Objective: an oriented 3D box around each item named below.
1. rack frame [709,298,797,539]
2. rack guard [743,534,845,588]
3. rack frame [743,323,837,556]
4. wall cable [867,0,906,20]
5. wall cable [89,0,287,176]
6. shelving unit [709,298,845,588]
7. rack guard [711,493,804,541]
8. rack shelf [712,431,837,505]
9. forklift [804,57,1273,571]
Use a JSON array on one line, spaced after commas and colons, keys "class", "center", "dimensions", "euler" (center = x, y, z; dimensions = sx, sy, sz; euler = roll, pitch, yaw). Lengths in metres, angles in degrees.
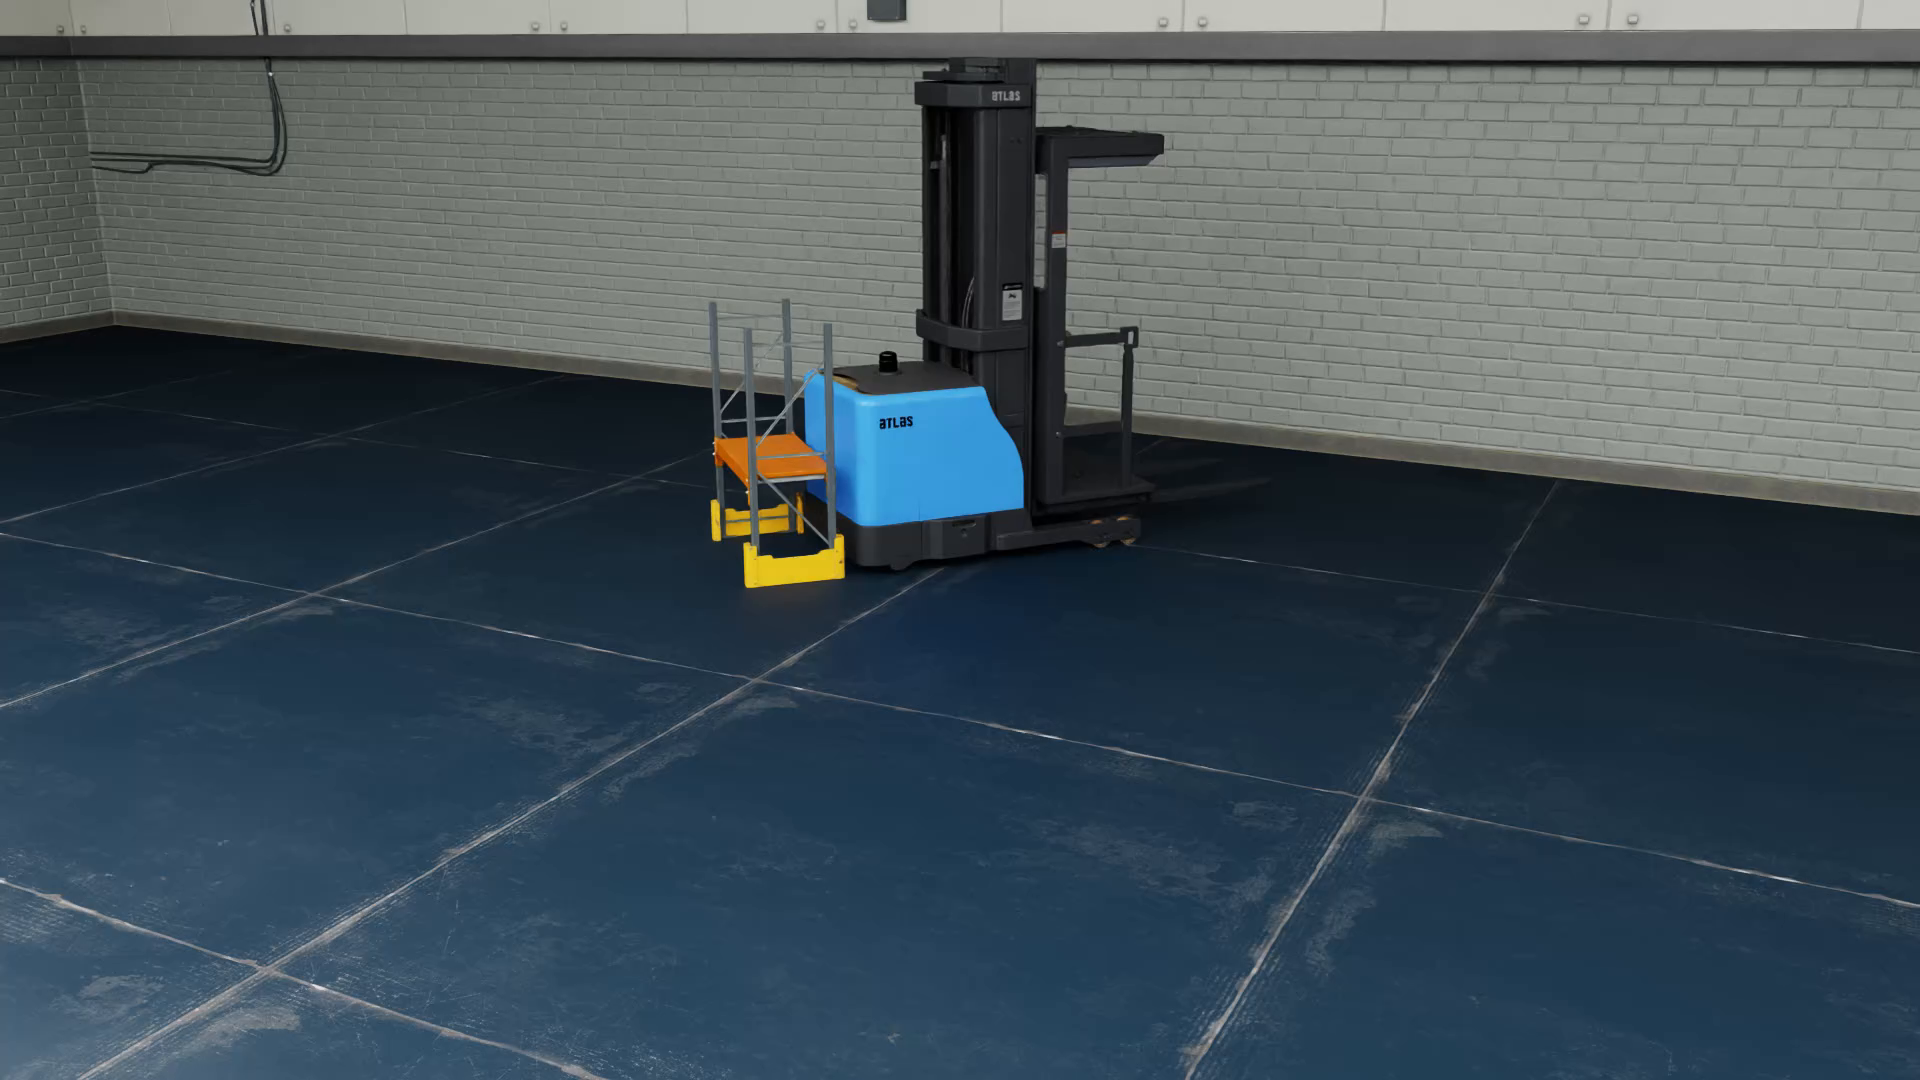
[{"class": "rack frame", "center": [-1.293, -0.753, 10.425], "dimensions": [0.500, 1.500, 0.032], "euler": [-6, 17, -18]}, {"class": "rack guard", "center": [-0.963, 0.120, 9.682], "dimensions": [0.587, 0.250, 0.087], "euler": [-6, 17, -18]}, {"class": "rack frame", "center": [-0.962, -0.479, 9.503], "dimensions": [0.500, 1.500, 0.032], "euler": [-6, 17, -18]}, {"class": "wall cable", "center": [0.295, -6.955, 12.164], "dimensions": [2.305, 6.003, 0.169], "euler": [8, 18, 25]}, {"class": "wall cable", "center": [-8.191, -5.048, 17.171], "dimensions": [3.097, 2.526, 0.112], "euler": [8, 18, 25]}, {"class": "shelving unit", "center": [-1.125, -0.613, 9.956], "dimensions": [0.587, 1.500, 1.083], "euler": [-6, 17, -18]}, {"class": "rack guard", "center": [-1.287, -0.148, 10.585], "dimensions": [0.587, 0.250, 0.087], "euler": [-6, 17, -18]}, {"class": "rack shelf", "center": [-1.128, -0.443, 10.015], "dimensions": [0.538, 0.185, 1.000], "euler": [-6, 17, -18]}, {"class": "forklift", "center": [0.577, -1.488, 10.388], "dimensions": [3.031, 2.935, 1.130], "euler": [-8, 18, -24]}]
